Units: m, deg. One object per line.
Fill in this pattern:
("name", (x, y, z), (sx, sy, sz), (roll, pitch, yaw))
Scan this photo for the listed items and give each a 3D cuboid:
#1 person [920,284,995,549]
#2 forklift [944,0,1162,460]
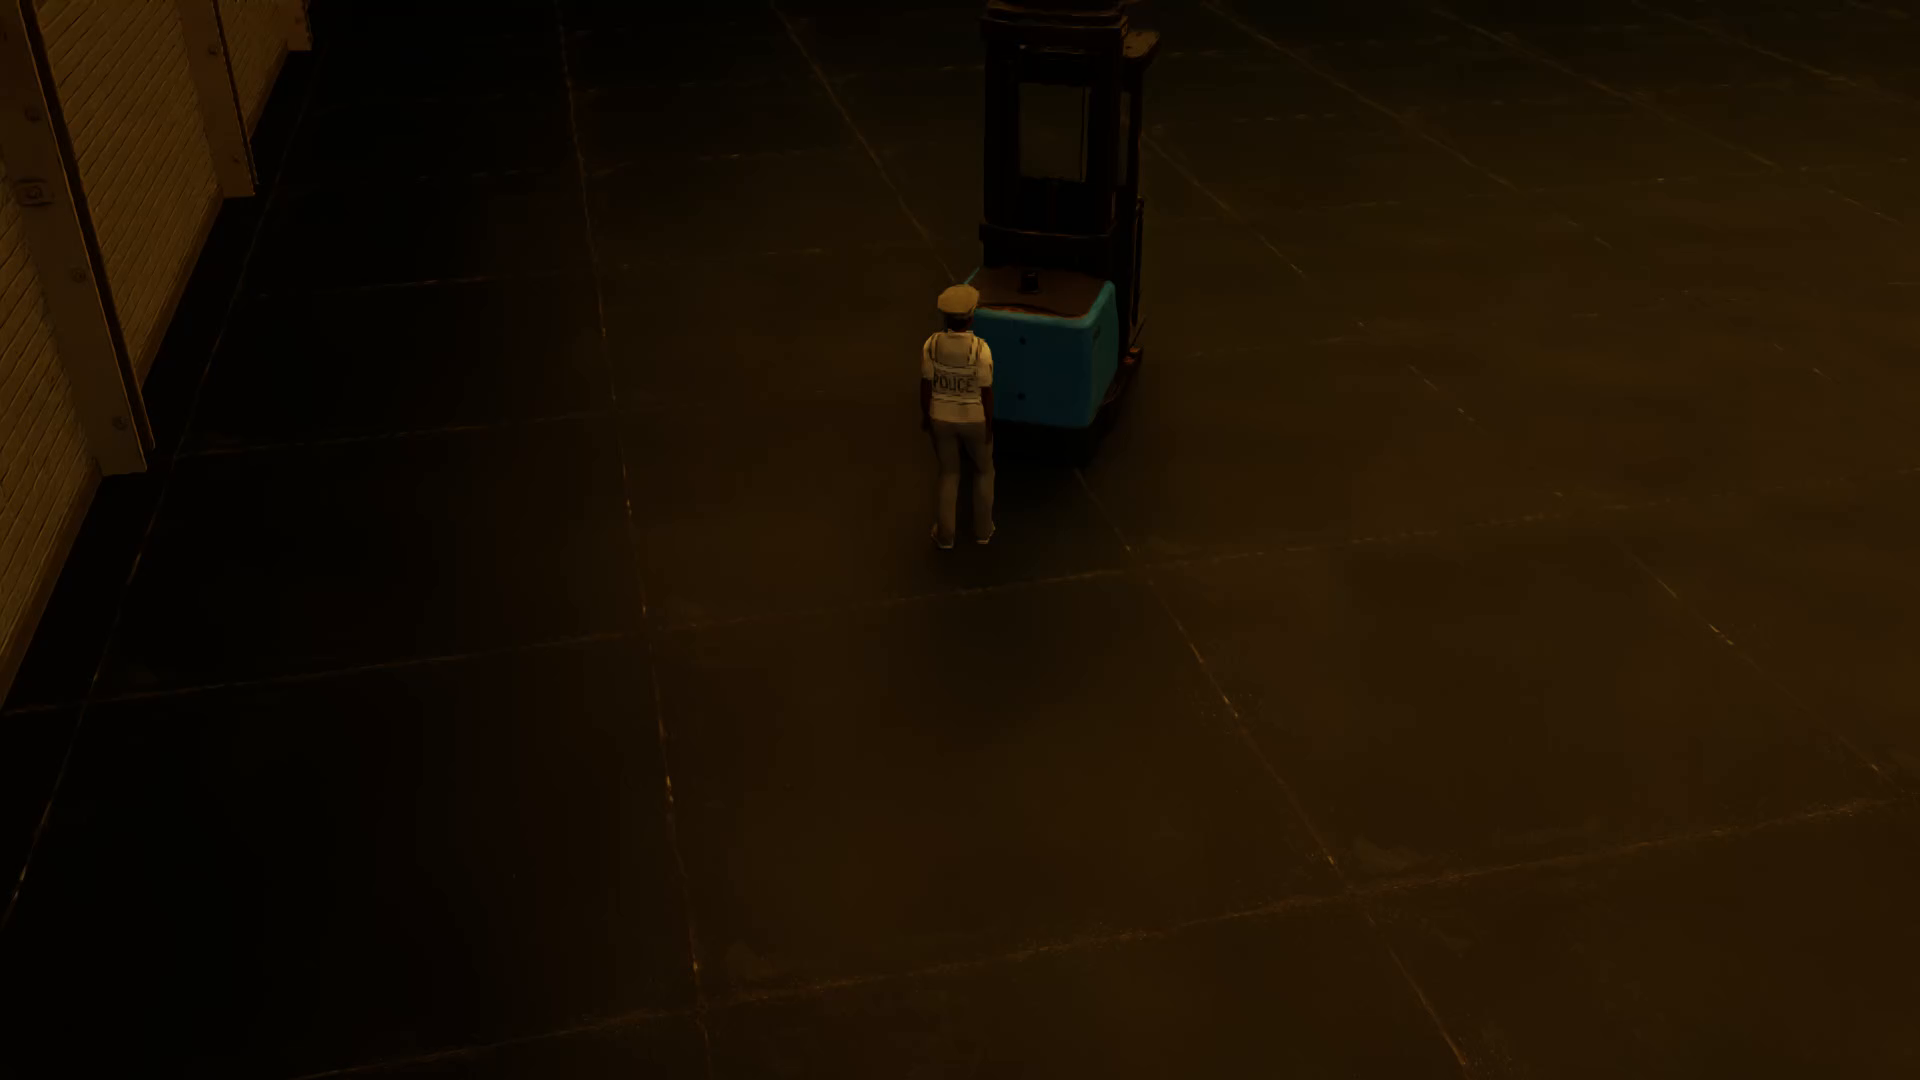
("person", (-0.005, -0.751, 10.131), (0.469, 1.682, 0.416), (9, 31, 15))
("forklift", (0.776, -2.535, 11.954), (1.130, 2.935, 3.031), (8, 31, 14))
